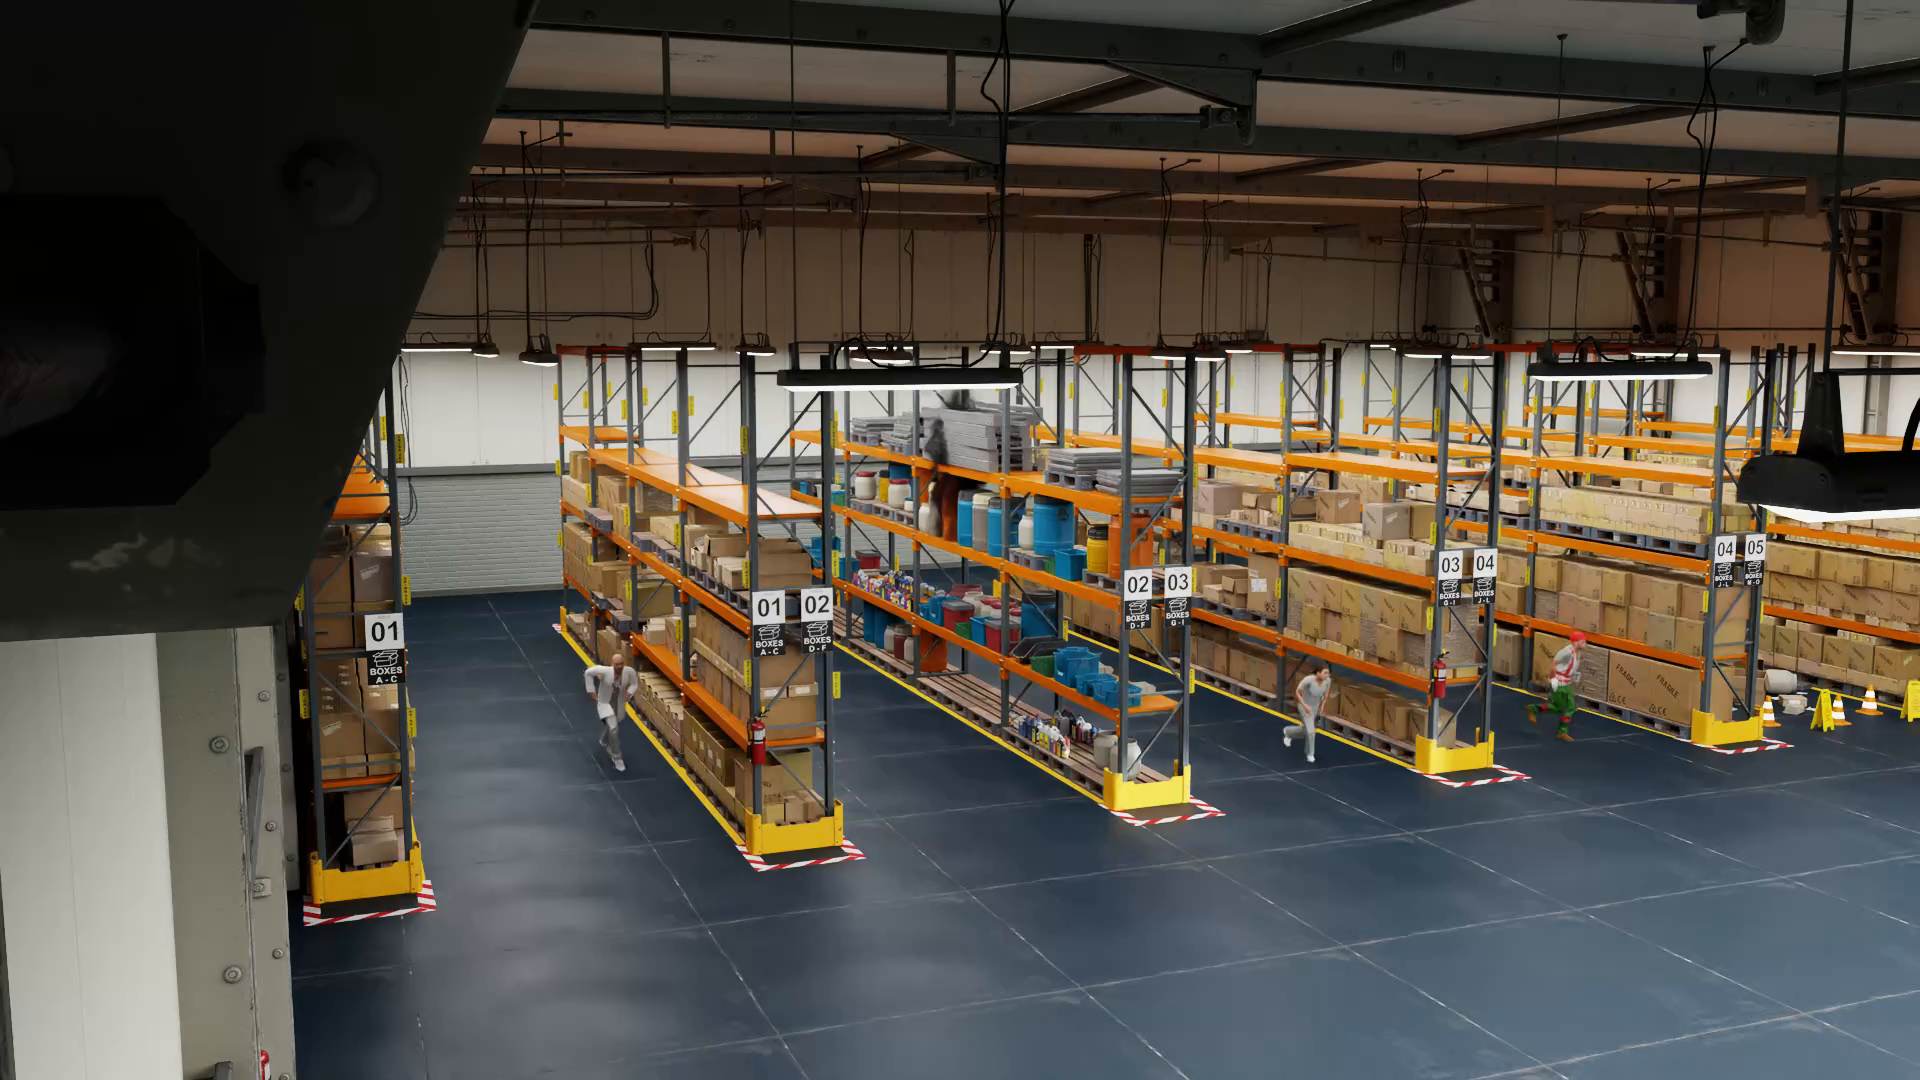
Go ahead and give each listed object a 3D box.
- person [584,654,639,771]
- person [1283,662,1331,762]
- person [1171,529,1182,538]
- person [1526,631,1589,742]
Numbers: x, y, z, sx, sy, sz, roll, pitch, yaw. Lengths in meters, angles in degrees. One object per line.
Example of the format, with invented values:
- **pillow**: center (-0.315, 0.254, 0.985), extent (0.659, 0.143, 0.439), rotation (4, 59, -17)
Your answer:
- **person**: center (-5.096, 2.453, 24.227), extent (0.752, 1.744, 1.059), rotation (-4, 8, -27)
- **person**: center (5.123, 2.488, 24.580), extent (0.567, 1.518, 0.964), rotation (-3, 8, -23)
- **person**: center (5.401, 0.235, 41.480), extent (0.653, 1.671, 0.574), rotation (5, 9, 35)
- **person**: center (9.266, 2.233, 25.803), extent (0.909, 1.722, 0.658), rotation (5, 9, 35)
